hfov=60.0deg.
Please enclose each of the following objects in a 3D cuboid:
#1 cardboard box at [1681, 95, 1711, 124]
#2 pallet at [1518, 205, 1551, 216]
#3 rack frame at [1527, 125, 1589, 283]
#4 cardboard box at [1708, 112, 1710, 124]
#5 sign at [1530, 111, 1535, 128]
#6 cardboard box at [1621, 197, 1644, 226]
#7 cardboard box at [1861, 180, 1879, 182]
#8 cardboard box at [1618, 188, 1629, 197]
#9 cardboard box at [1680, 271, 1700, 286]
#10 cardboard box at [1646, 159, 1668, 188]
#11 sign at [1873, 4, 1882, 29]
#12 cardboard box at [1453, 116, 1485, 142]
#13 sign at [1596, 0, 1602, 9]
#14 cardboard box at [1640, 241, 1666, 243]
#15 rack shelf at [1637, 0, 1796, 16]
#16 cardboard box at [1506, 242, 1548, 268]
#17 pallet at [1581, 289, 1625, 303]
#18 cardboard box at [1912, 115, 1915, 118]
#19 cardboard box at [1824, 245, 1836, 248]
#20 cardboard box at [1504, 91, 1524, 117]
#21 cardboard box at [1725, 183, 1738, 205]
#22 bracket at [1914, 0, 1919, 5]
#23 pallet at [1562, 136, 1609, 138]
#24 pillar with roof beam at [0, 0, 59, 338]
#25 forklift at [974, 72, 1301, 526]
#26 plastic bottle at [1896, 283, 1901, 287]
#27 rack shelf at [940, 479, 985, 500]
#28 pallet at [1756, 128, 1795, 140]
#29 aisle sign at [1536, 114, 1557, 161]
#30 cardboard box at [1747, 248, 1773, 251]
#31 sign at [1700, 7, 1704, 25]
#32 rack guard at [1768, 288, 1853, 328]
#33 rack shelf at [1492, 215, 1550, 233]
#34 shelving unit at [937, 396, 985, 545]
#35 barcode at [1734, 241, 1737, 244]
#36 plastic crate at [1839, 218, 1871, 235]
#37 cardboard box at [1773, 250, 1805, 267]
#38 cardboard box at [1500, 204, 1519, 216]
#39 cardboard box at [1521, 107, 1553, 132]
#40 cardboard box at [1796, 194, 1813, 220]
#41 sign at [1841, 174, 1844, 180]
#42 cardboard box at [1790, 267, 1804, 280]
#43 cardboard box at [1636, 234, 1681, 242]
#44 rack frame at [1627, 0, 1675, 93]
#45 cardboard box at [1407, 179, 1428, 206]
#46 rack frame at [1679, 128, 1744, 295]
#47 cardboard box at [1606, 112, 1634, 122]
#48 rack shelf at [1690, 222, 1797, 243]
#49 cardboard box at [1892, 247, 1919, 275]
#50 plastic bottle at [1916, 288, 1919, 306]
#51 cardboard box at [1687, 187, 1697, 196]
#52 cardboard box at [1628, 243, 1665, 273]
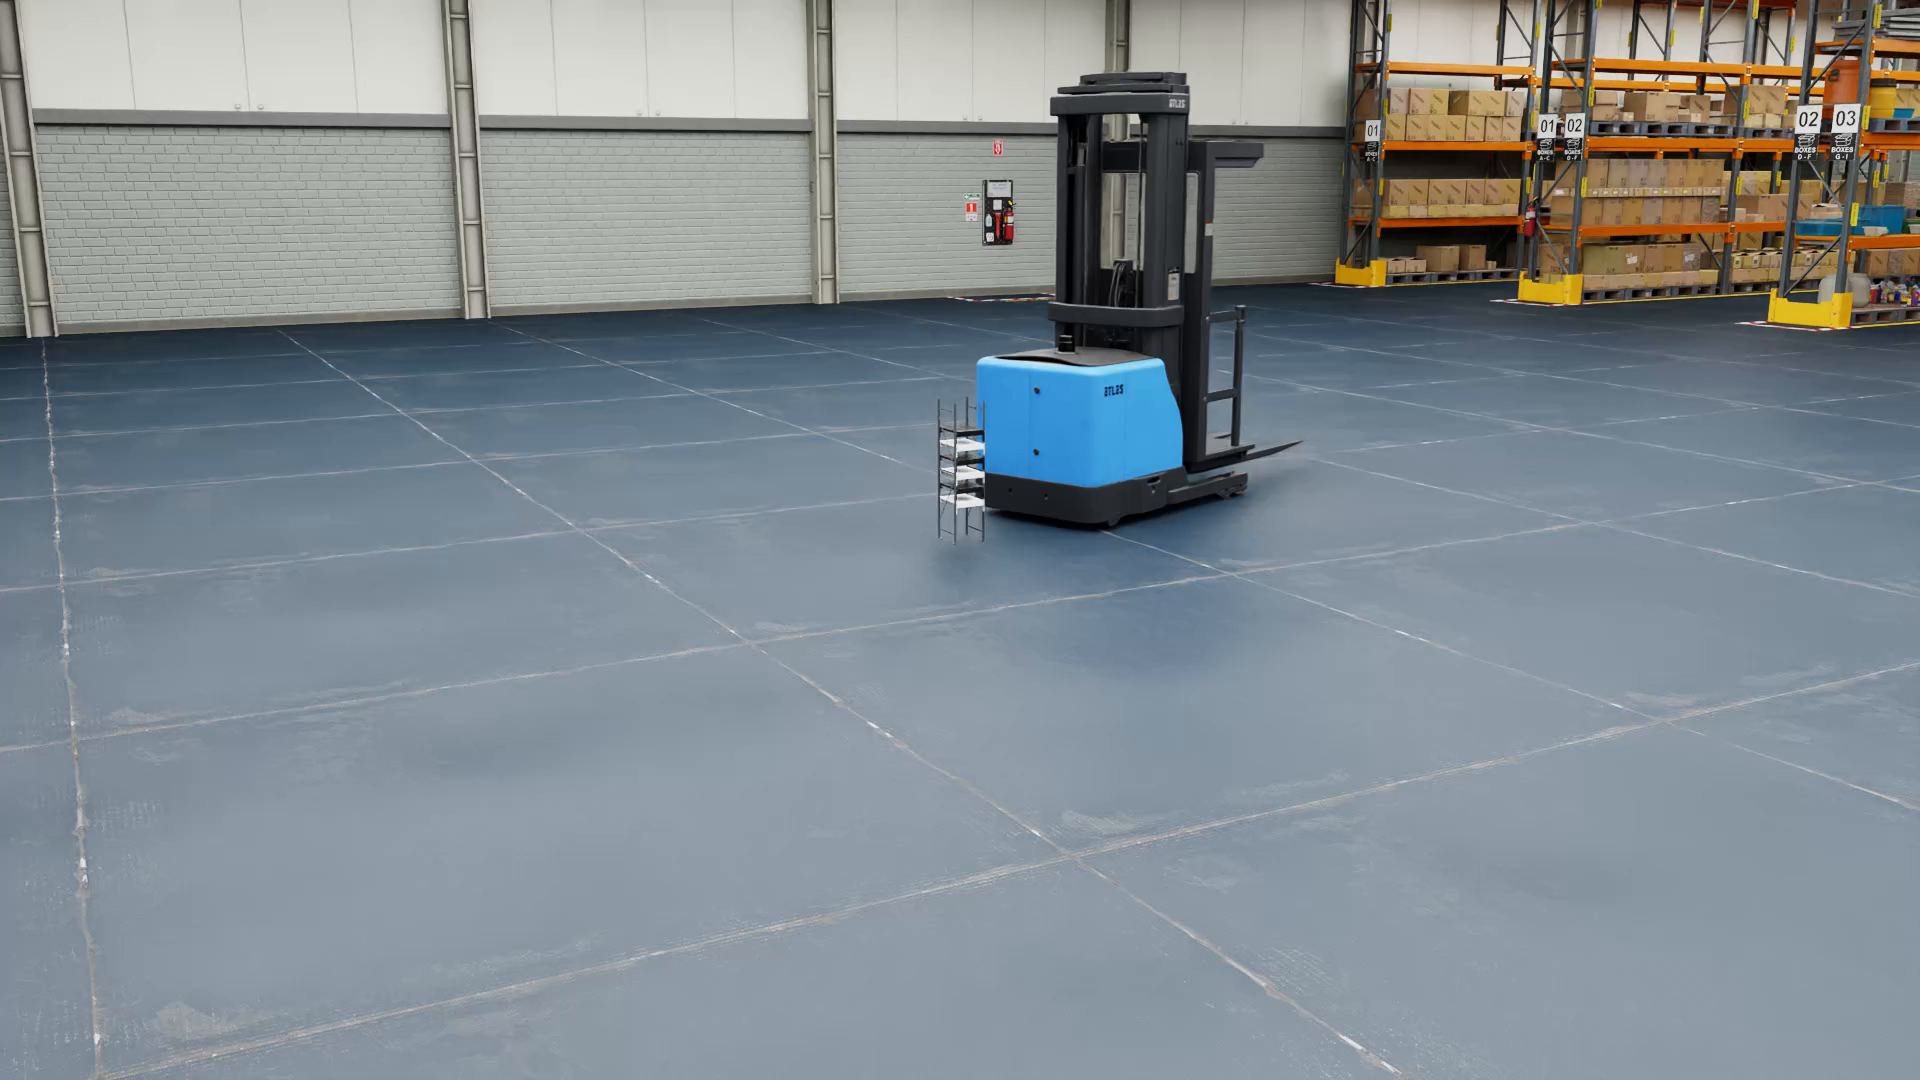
[{"bbox_3d":[13.314,-7.861,30.373,0.500,0.500,0.500,-6,14,-23],"label":"cardboard box"},{"bbox_3d":[12.246,-6.991,35.279,1.213,0.211,1.003,-7,14,-28],"label":"pallet"},{"bbox_3d":[10.372,-5.657,28.915,0.127,3.000,1.000,-7,14,-28],"label":"rack frame"},{"bbox_3d":[16.347,-9.364,37.322,0.500,0.500,0.700,-6,14,-25],"label":"cardboard box"},{"bbox_3d":[11.772,-8.644,34.178,0.005,0.325,0.100,-7,14,-28],"label":"sign"},{"bbox_3d":[11.685,-5.860,29.588,0.500,0.500,0.700,-7,14,-27],"label":"cardboard box"},{"bbox_3d":[21.596,-8.385,40.355,0.700,0.700,0.980,-6,14,-25],"label":"cardboard box"},{"bbox_3d":[11.492,-6.103,29.189,0.250,0.149,0.380,-7,14,-29],"label":"cardboard box"},{"bbox_3d":[13.137,-4.800,30.411,0.500,0.250,0.500,-7,14,-28],"label":"cardboard box"},{"bbox_3d":[12.175,-6.553,29.715,0.500,0.500,0.700,-7,14,-28],"label":"cardboard box"},{"bbox_3d":[13.001,-7.421,23.563,0.005,0.325,0.100,-7,14,-28],"label":"sign"},{"bbox_3d":[10.263,-8.337,33.718,0.500,0.500,0.500,-7,15,-30],"label":"cardboard box"},{"bbox_3d":[10.632,-9.009,27.658,0.005,0.325,0.100,-7,14,-28],"label":"sign"},{"bbox_3d":[12.890,-5.265,30.769,0.500,0.500,0.500,-7,14,-28],"label":"cardboard box"},{"bbox_3d":[16.772,-11.861,36.885,4.000,0.370,1.077,-7,14,-28],"label":"rack shelf"},{"bbox_3d":[12.144,-6.108,35.610,0.500,0.500,0.700,-6,14,-26],"label":"cardboard box"},{"bbox_3d":[11.023,-4.385,29.615,1.213,0.211,1.003,-7,14,-28],"label":"pallet"},{"bbox_3d":[18.208,-8.117,32.786,0.500,0.500,0.910,-7,14,-28],"label":"cardboard box"},{"bbox_3d":[20.592,-7.081,39.980,0.500,0.500,0.700,-7,15,-30],"label":"cardboard box"},{"bbox_3d":[11.196,-8.937,34.106,0.500,0.500,0.500,-8,15,-33],"label":"cardboard box"},{"bbox_3d":[17.355,-7.874,37.813,0.500,0.500,0.500,-7,14,-28],"label":"cardboard box"},{"bbox_3d":[23.800,-13.316,41.085,0.430,0.232,0.235,-7,14,-28],"label":"bracket"},{"bbox_3d":[13.007,-8.558,35.401,1.003,0.211,1.213,-7,14,-28],"label":"pallet"},{"bbox_3d":[-10.808,-6.424,18.659,0.400,9.000,9.100,-7,14,-28],"label":"pillar with roof beam"},{"bbox_3d":[1.436,-1.783,11.856,1.130,2.935,3.031,11,16,39],"label":"forklift"},{"bbox_3d":[15.015,-3.978,26.640,0.133,0.283,0.061,-6,14,-25],"label":"plastic bottle"},{"bbox_3d":[0.007,-0.320,10.541,0.200,0.077,0.258,-7,14,-28],"label":"rack shelf"},{"bbox_3d":[15.860,-7.663,31.427,1.213,0.211,1.003,-6,14,-25],"label":"pallet"},{"bbox_3d":[10.173,-6.975,28.850,0.004,0.787,0.394,-7,14,-28],"label":"aisle sign"},{"bbox_3d":[15.436,-5.473,32.126,0.500,0.311,0.500,-7,14,-29],"label":"cardboard box"},{"bbox_3d":[13.612,-9.603,30.474,0.005,0.325,0.100,-7,14,-28],"label":"sign"},{"bbox_3d":[12.786,-3.500,25.022,0.348,0.500,1.175,-7,14,-28],"label":"rack guard"},{"bbox_3d":[13.261,-6.892,36.039,4.000,0.370,1.077,-7,14,-28],"label":"rack shelf"},{"bbox_3d":[0.007,-0.440,10.514,0.210,0.900,0.258,-7,14,-28],"label":"shelving unit"},{"bbox_3d":[14.306,-5.488,30.668,0.075,0.075,0.001,-7,14,-28],"label":"barcode"},{"bbox_3d":[13.610,-4.807,25.477,0.408,0.251,0.499,-7,14,-28],"label":"plastic crate"},{"bbox_3d":[15.713,-5.373,31.679,0.500,0.311,0.500,-6,14,-26],"label":"cardboard box"},{"bbox_3d":[11.235,-6.861,34.558,0.500,0.250,0.500,-7,14,-28],"label":"cardboard box"},{"bbox_3d":[12.024,-8.791,34.826,0.500,0.500,0.500,-5,13,-20],"label":"cardboard box"},{"bbox_3d":[15.928,-6.368,31.845,0.500,0.500,0.500,-8,15,-31],"label":"cardboard box"},{"bbox_3d":[21.778,-8.863,41.009,0.005,0.325,0.100,-7,14,-28],"label":"sign"},{"bbox_3d":[15.705,-5.098,31.736,0.500,0.250,0.500,-7,14,-27],"label":"cardboard box"},{"bbox_3d":[15.725,-6.661,37.316,0.750,0.750,0.750,-7,14,-29],"label":"cardboard box"},{"bbox_3d":[15.017,-10.380,36.236,0.127,3.000,1.000,-7,14,-28],"label":"rack frame"},{"bbox_3d":[8.996,-6.956,33.275,0.500,0.500,0.500,-7,14,-28],"label":"cardboard box"},{"bbox_3d":[13.882,-6.078,30.785,0.127,3.000,1.000,-7,14,-28],"label":"rack frame"},{"bbox_3d":[11.489,-7.361,28.951,0.250,0.149,0.380,-7,14,-28],"label":"cardboard box"},{"bbox_3d":[15.638,-5.937,31.799,4.000,0.370,1.077,-7,14,-28],"label":"rack shelf"},{"bbox_3d":[18.829,-5.595,33.329,0.500,0.500,0.500,-7,14,-29],"label":"cardboard box"},{"bbox_3d":[14.783,-3.753,25.664,0.097,0.271,0.097,0,13,0],"label":"plastic bottle"},{"bbox_3d":[13.070,-6.292,30.030,0.250,0.149,0.380,-7,14,-28],"label":"cardboard box"},{"bbox_3d":[12.267,-5.057,29.848,0.500,0.500,0.500,-7,14,-28],"label":"cardboard box"}]
